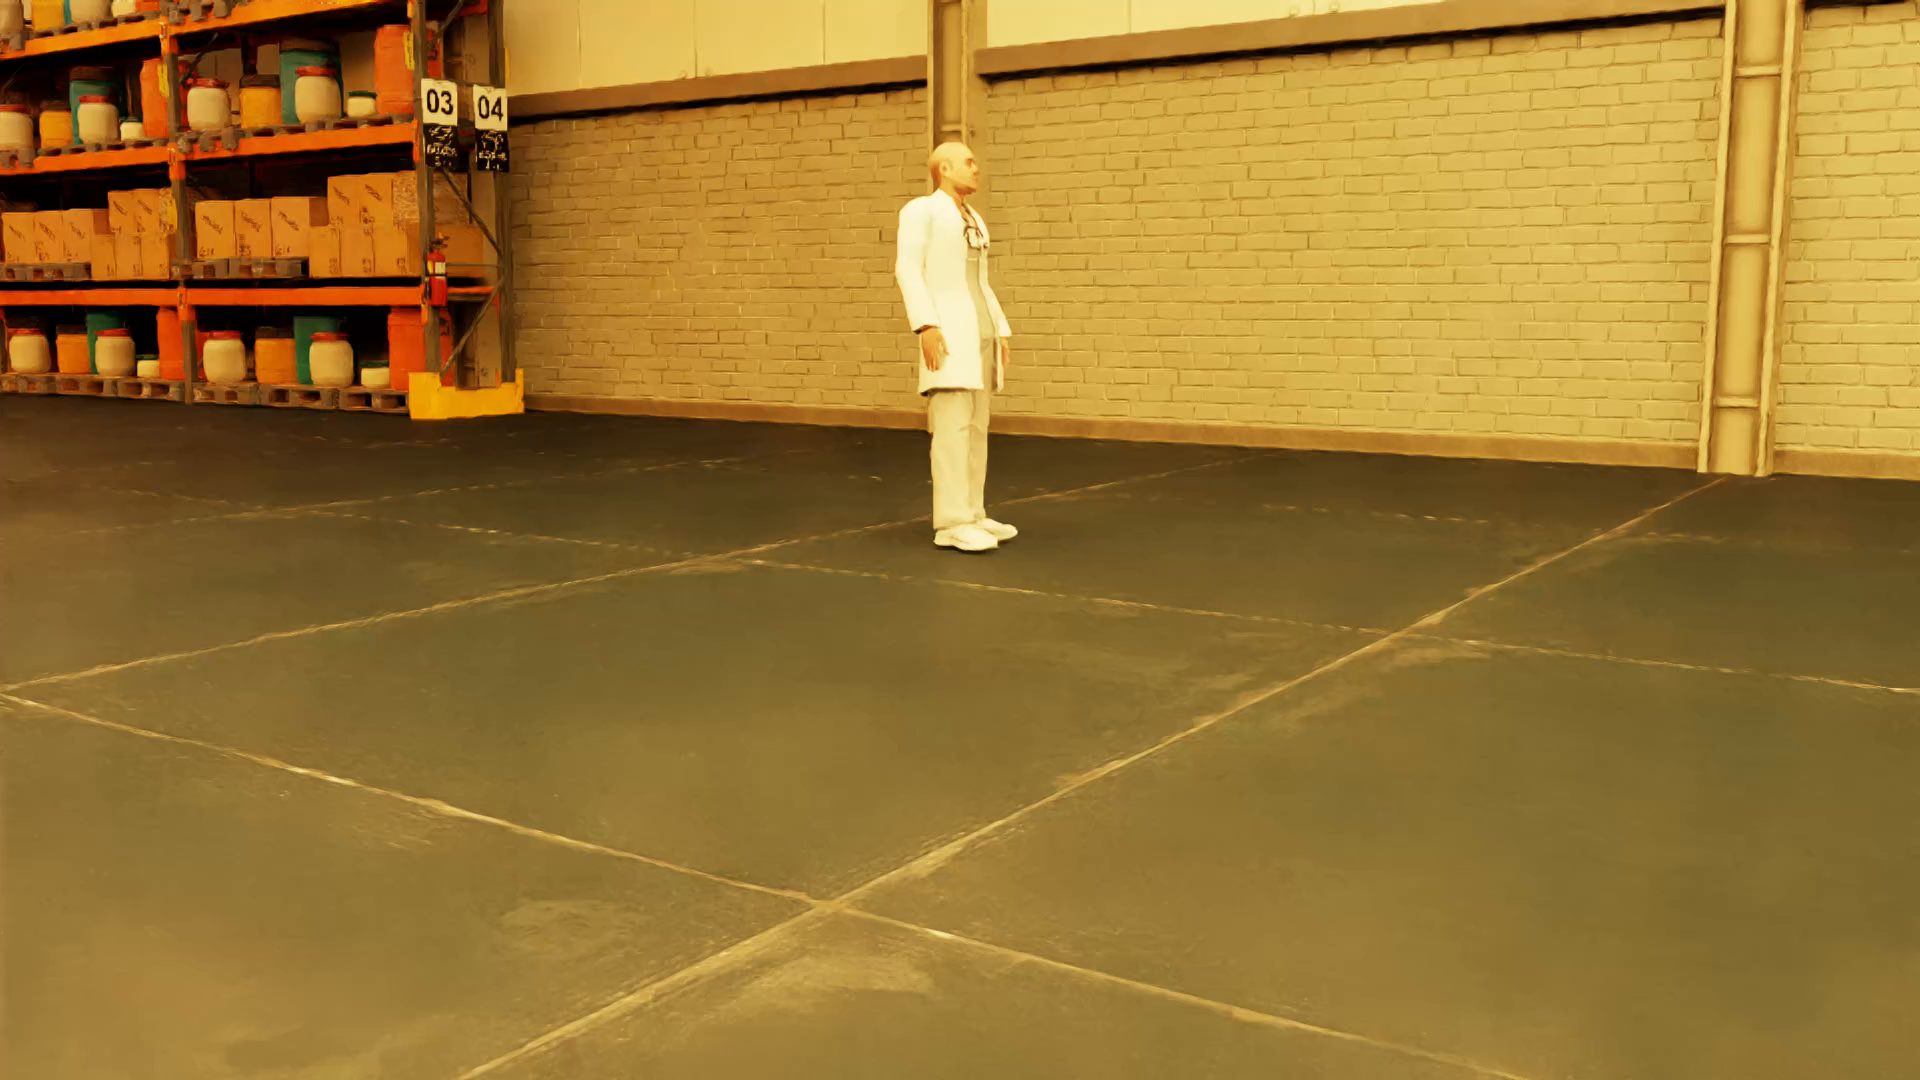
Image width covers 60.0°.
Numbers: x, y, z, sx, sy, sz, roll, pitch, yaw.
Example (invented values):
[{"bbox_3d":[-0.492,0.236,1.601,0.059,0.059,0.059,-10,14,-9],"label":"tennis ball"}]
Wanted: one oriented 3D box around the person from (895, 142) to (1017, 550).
[{"bbox_3d":[0.073,-0.879,7.423,0.579,1.776,0.694,5,10,34],"label":"person"}]
